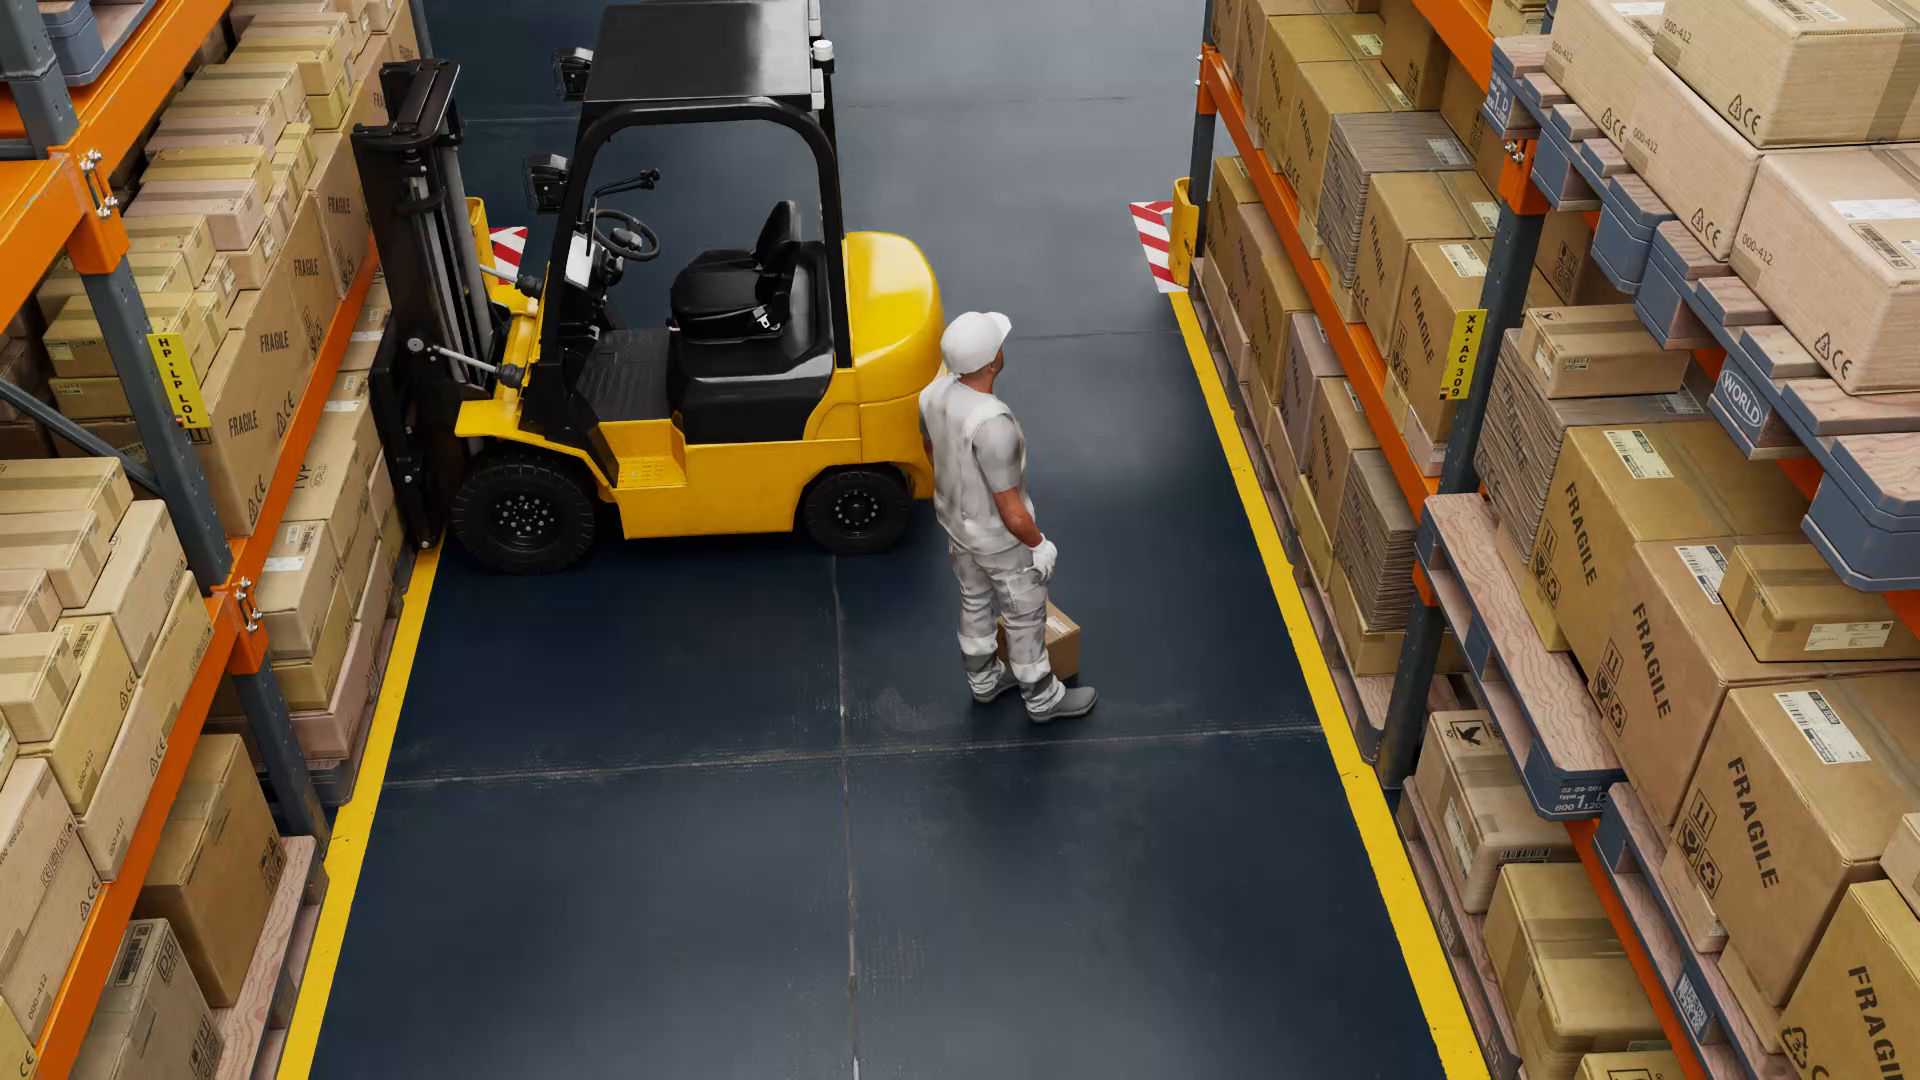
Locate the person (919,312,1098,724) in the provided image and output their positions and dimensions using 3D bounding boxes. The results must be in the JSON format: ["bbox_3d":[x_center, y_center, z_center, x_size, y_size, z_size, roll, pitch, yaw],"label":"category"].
[{"bbox_3d":[0.176,-0.086,6.226,0.564,1.787,0.637,-23,44,-26],"label":"person"}]
